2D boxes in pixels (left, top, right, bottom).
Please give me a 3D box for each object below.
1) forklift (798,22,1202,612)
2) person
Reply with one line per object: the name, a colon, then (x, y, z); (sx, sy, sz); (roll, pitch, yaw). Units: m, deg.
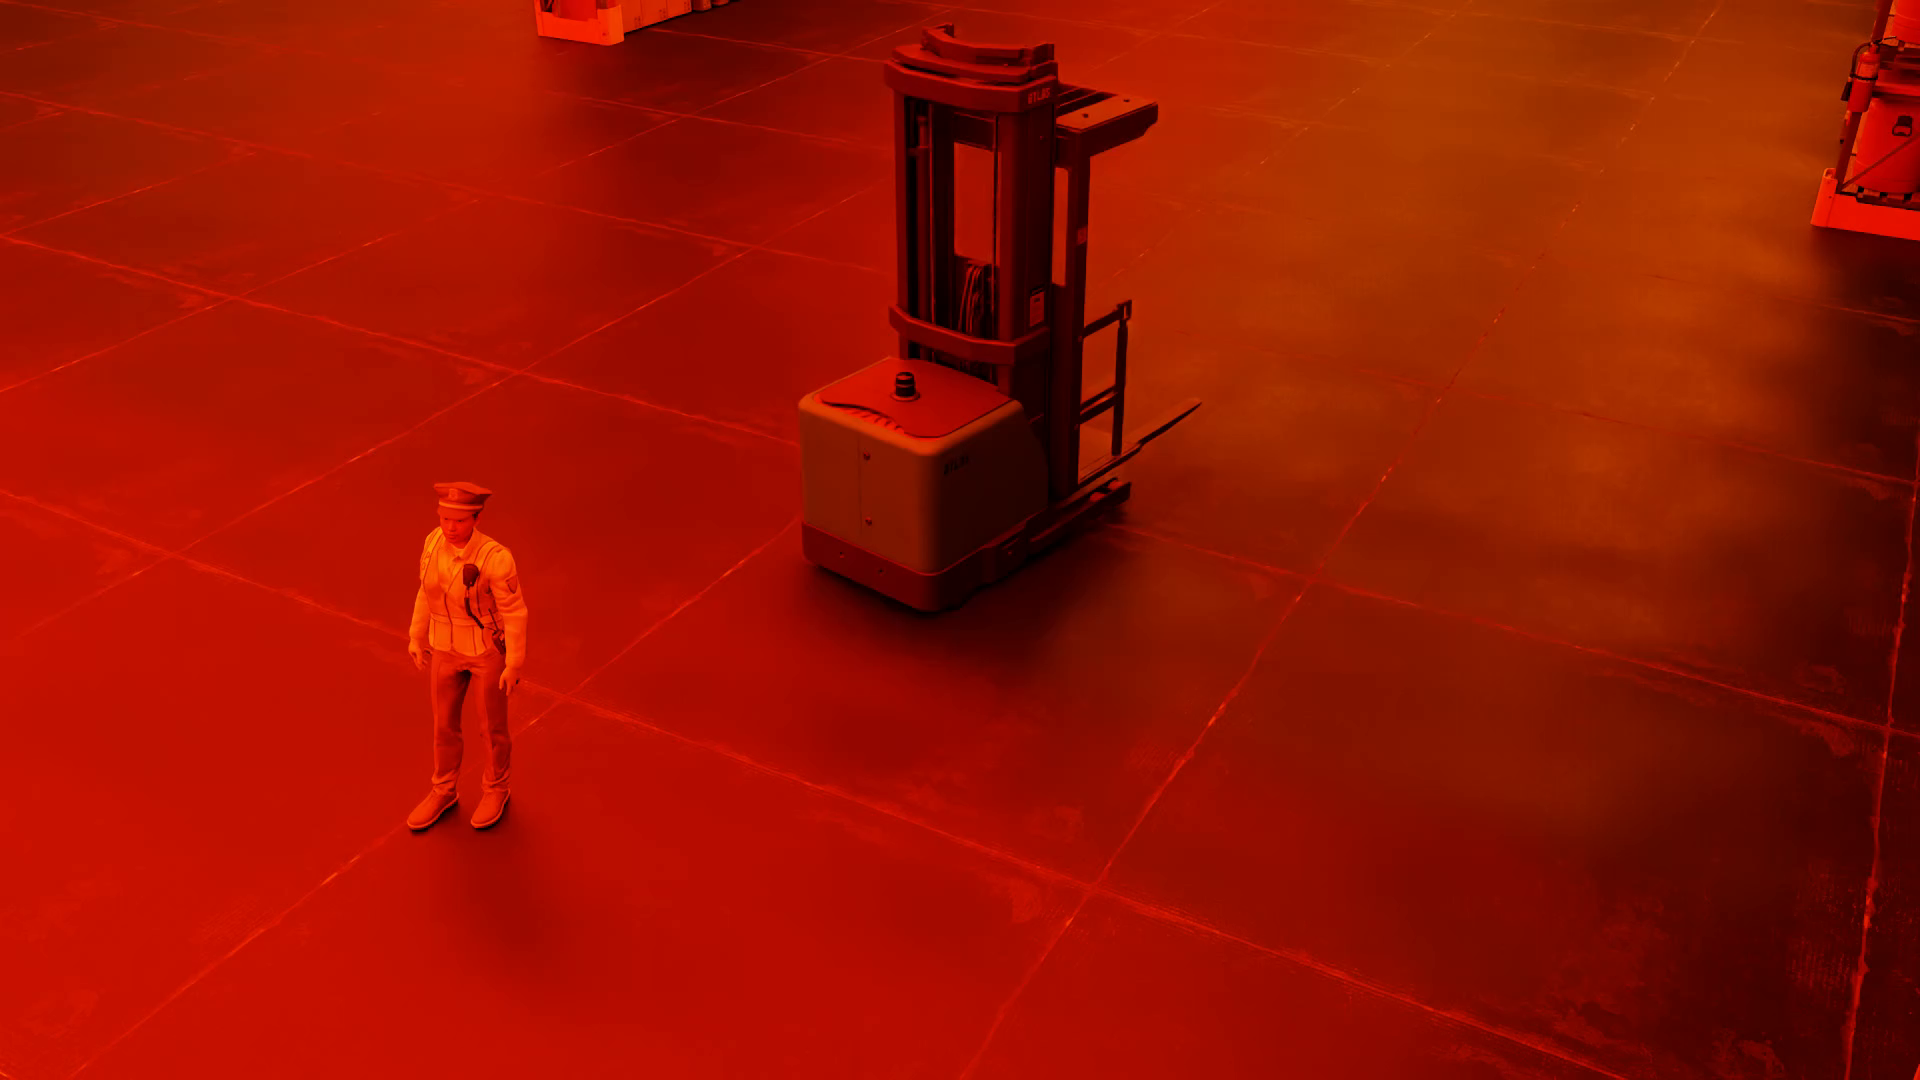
forklift: (0.408, -1.539, 9.737); (1.130, 2.935, 3.031); (22, 37, 34)
person: (-2.211, 0.524, 7.385); (0.588, 1.695, 0.531); (10, 32, 17)
